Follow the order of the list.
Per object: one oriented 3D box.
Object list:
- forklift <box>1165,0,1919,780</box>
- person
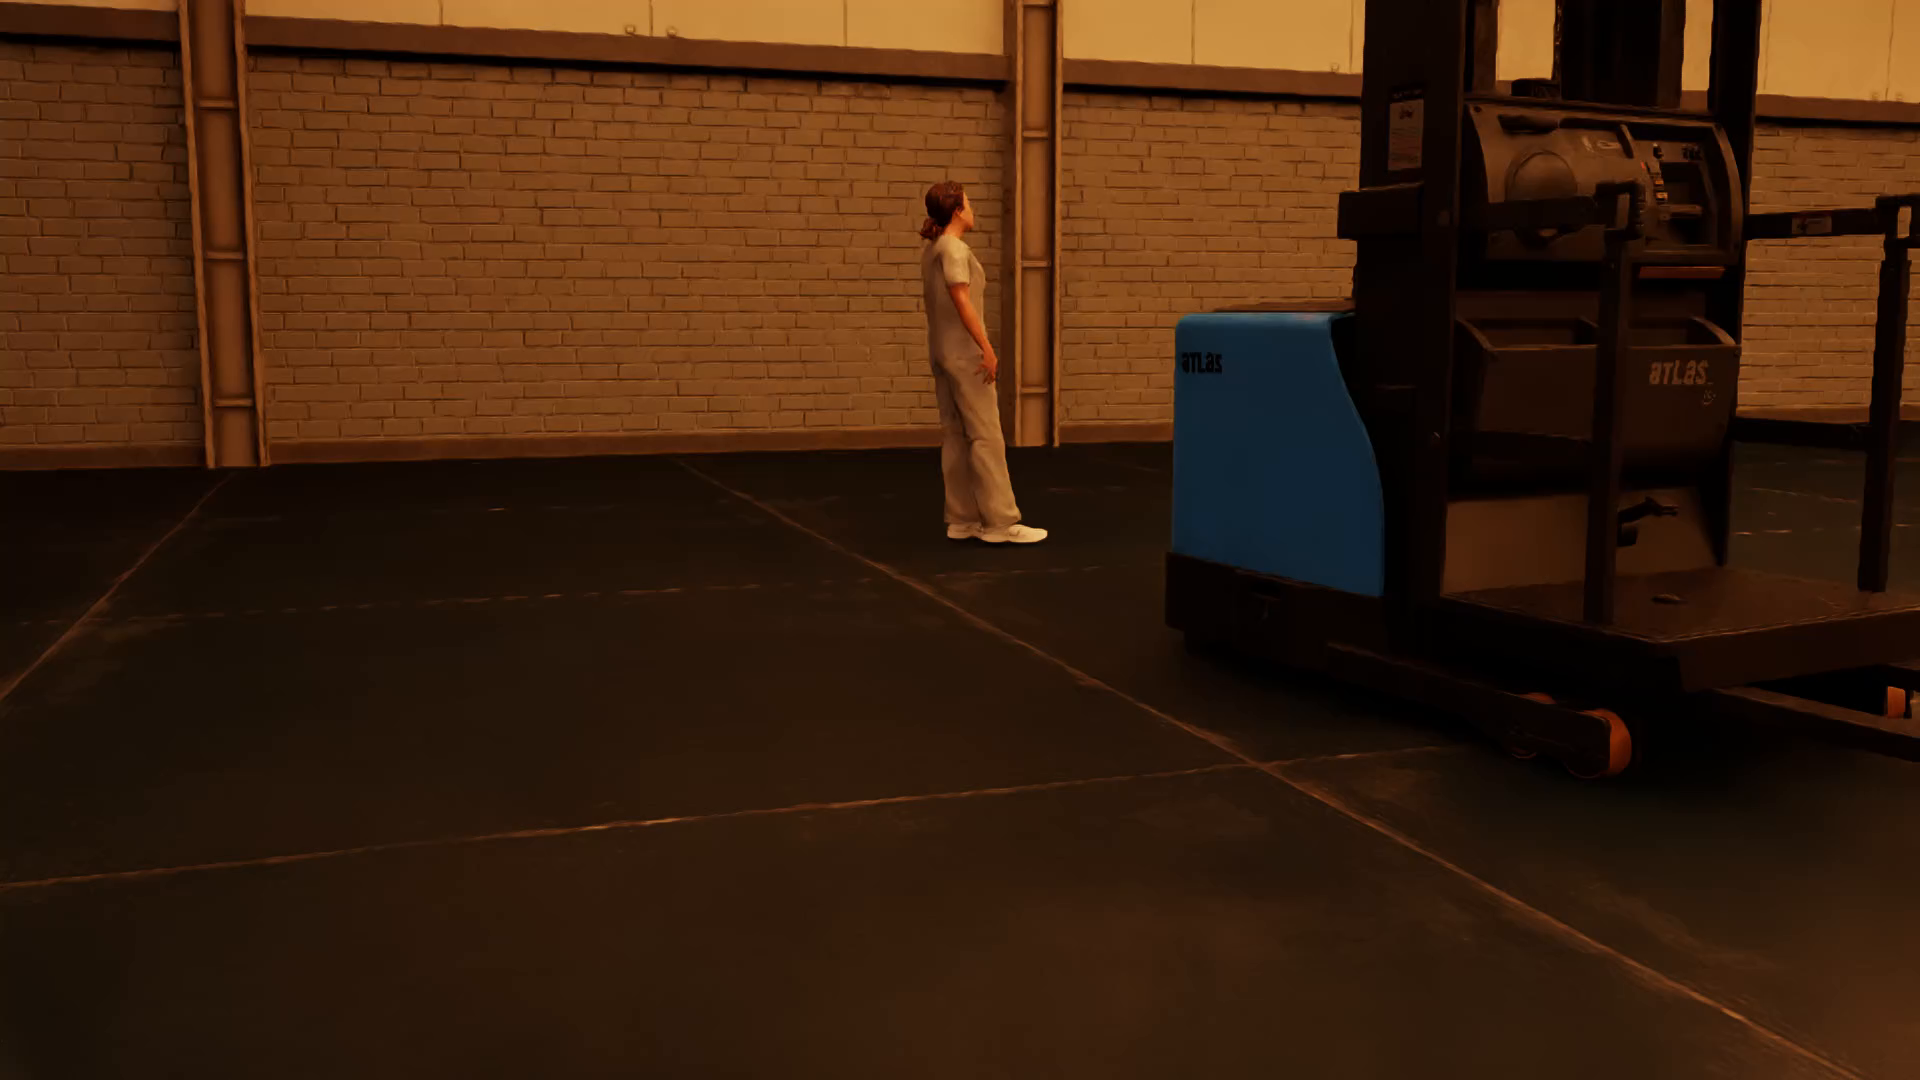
[{"bbox_3d":[1.788,-0.966,4.146,1.130,2.935,3.031,-4,9,-27],"label":"forklift"},{"bbox_3d":[0.074,-0.839,7.821,0.548,1.674,0.550,-3,8,-18],"label":"person"}]
